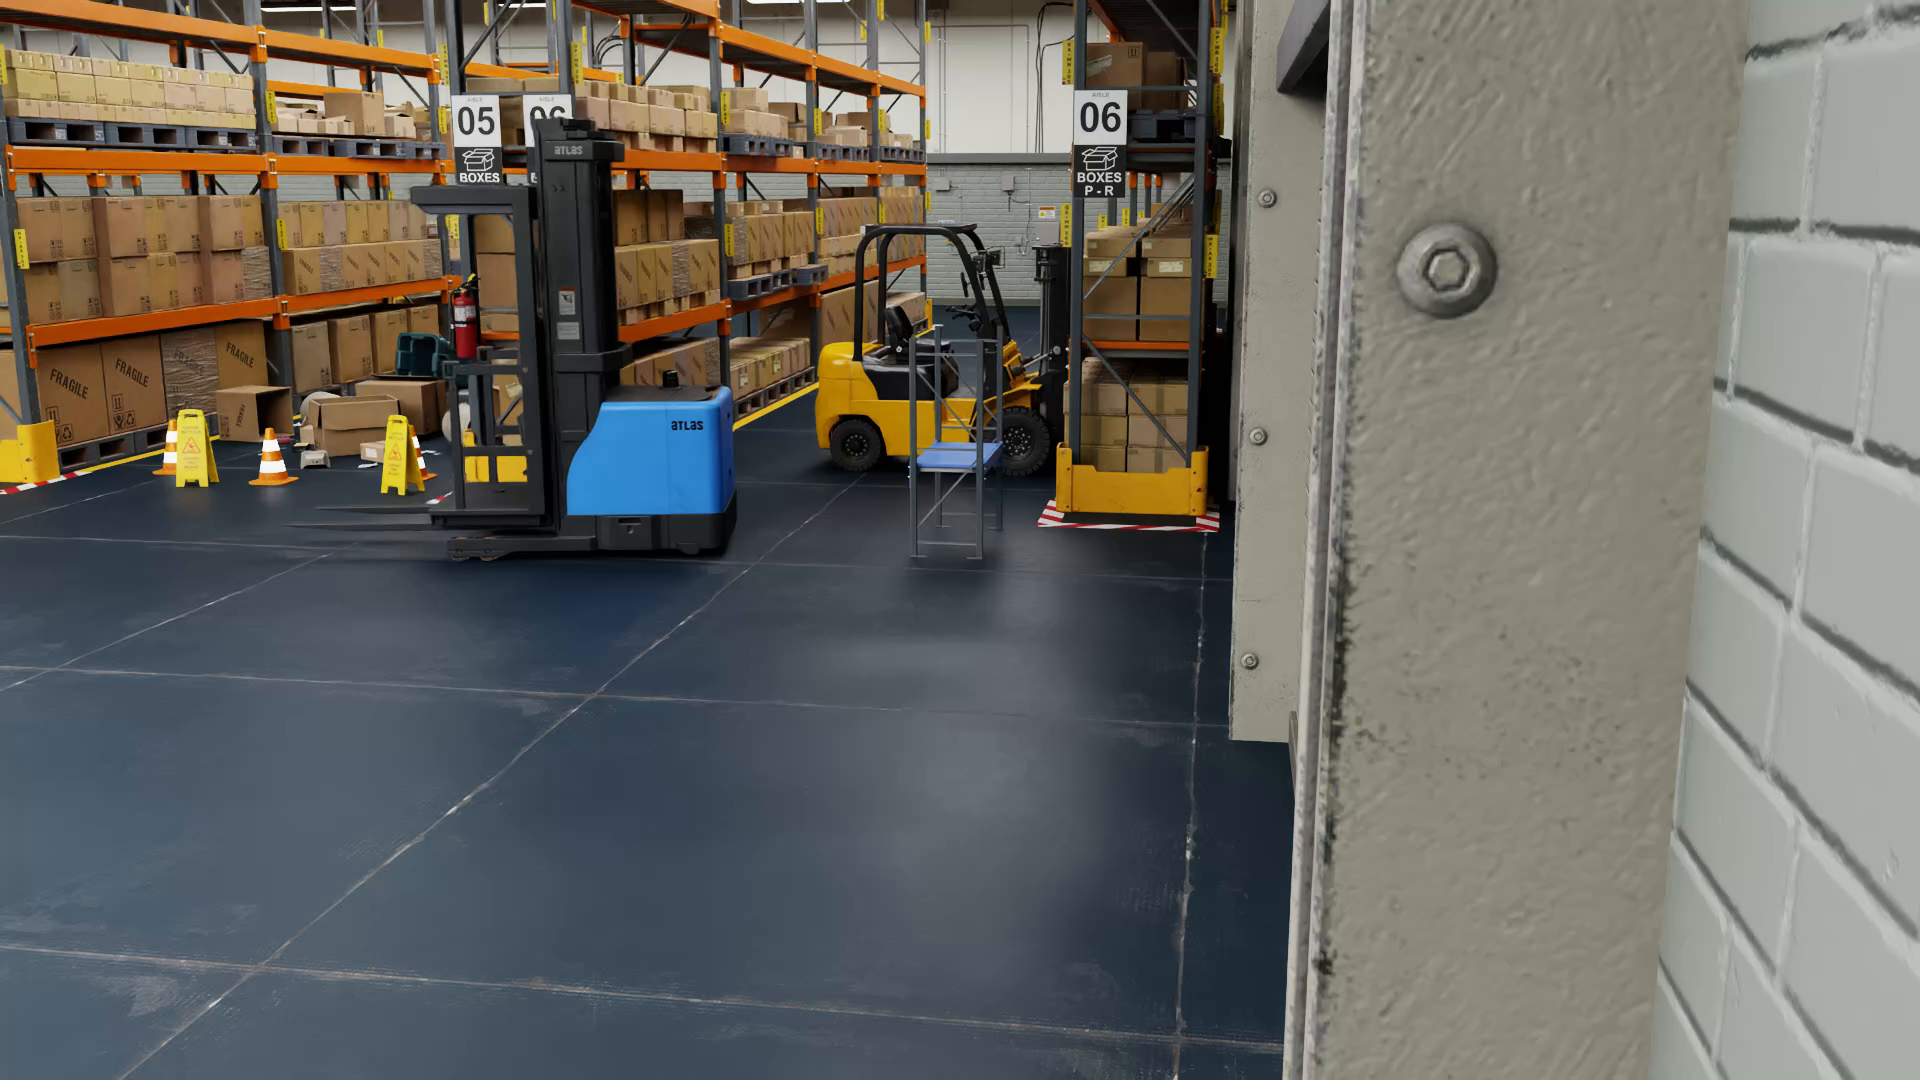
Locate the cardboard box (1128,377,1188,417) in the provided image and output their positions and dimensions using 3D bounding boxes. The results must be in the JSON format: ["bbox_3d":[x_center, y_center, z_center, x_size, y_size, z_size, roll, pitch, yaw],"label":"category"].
[{"bbox_3d":[1.615,-1.156,13.392,0.500,0.250,0.500,2,12,8],"label":"cardboard box"}]

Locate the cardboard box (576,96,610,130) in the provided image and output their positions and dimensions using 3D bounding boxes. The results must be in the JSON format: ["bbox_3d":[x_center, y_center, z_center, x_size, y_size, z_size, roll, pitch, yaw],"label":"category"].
[{"bbox_3d":[-3.210,-3.506,13.673,0.500,0.250,0.500,2,12,8],"label":"cardboard box"}]

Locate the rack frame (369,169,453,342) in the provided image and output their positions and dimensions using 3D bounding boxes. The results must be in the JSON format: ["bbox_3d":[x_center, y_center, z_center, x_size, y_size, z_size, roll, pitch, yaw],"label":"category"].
[{"bbox_3d":[-7.227,-3.676,21.933,1.000,3.000,0.127,2,12,9],"label":"rack frame"}]

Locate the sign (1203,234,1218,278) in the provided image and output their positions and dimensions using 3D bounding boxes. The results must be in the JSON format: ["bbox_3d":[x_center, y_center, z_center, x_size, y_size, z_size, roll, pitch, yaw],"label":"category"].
[{"bbox_3d":[1.902,-2.154,12.627,0.100,0.325,0.005,2,12,9],"label":"sign"}]

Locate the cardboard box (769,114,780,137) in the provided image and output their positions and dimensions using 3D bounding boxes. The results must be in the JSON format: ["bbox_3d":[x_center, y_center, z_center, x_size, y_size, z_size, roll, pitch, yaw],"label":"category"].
[{"bbox_3d":[-2.317,-4.622,18.562,0.500,0.250,0.500,2,12,8],"label":"cardboard box"}]

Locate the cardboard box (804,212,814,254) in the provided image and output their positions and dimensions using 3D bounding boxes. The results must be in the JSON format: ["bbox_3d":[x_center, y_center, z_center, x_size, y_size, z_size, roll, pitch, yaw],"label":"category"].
[{"bbox_3d":[-2.116,-3.833,20.719,0.500,0.500,0.500,2,12,7],"label":"cardboard box"}]

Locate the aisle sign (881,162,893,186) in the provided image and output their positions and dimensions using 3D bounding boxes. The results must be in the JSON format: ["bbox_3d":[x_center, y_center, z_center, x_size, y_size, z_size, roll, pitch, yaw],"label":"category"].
[{"bbox_3d":[-1.366,-6.498,28.853,0.394,0.787,0.004,2,12,9],"label":"aisle sign"}]

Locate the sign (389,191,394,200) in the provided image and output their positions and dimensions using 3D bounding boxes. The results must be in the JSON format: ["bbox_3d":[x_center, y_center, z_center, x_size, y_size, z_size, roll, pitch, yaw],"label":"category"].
[{"bbox_3d":[-10.348,-6.185,30.261,0.100,0.325,0.005,2,12,9],"label":"sign"}]

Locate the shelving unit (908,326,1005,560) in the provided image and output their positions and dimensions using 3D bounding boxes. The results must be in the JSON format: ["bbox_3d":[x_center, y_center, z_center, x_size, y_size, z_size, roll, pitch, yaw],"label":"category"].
[{"bbox_3d":[-0.013,-0.715,11.753,0.538,1.500,1.048,2,12,9],"label":"shelving unit"}]

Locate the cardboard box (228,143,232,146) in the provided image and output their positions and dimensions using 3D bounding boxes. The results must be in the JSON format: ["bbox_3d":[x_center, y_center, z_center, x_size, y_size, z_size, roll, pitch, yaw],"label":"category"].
[{"bbox_3d":[-11.577,-6.290,25.707,0.700,0.500,0.500,2,12,10],"label":"cardboard box"}]

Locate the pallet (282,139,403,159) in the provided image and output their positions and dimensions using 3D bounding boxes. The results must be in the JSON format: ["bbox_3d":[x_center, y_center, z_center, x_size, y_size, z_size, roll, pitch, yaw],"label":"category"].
[{"bbox_3d":[-7.443,-4.682,19.926,1.003,0.211,1.213,2,12,11],"label":"pallet"}]

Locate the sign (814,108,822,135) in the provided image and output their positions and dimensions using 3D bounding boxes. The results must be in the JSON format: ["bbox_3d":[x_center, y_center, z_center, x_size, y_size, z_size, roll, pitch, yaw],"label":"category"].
[{"bbox_3d":[-1.785,-5.238,20.832,0.100,0.325,0.005,2,12,9],"label":"sign"}]

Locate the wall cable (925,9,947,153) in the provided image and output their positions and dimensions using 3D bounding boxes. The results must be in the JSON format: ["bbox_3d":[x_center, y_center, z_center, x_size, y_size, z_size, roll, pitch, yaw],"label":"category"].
[{"bbox_3d":[-0.494,-9.328,33.918,0.463,3.000,0.029,2,12,9],"label":"wall cable"}]

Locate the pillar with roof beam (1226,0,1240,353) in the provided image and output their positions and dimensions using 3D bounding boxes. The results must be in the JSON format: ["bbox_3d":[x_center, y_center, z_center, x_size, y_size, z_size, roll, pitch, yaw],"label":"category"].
[{"bbox_3d":[-0.056,-7.398,24.959,9.100,9.000,0.400,2,12,9],"label":"pillar with roof beam"}]

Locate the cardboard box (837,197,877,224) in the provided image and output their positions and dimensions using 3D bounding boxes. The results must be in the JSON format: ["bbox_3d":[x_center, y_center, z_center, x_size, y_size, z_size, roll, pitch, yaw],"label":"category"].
[{"bbox_3d":[-1.526,-4.806,24.564,0.500,0.500,0.500,2,12,10],"label":"cardboard box"}]

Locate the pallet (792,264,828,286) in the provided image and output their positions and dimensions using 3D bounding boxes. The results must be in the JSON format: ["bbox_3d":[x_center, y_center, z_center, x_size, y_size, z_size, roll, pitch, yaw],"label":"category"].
[{"bbox_3d":[-2.325,-3.291,20.602,1.213,0.211,1.003,2,12,9],"label":"pallet"}]

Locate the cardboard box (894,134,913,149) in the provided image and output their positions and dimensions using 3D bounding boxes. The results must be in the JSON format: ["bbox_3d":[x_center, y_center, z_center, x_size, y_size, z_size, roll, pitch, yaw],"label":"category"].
[{"bbox_3d":[-1.071,-6.753,28.210,0.500,0.250,0.500,1,12,3],"label":"cardboard box"}]

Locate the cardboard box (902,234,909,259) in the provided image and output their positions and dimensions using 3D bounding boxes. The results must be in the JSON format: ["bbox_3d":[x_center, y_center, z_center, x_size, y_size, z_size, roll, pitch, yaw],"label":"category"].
[{"bbox_3d":[-1.131,-4.823,27.015,0.500,0.500,0.500,2,12,10],"label":"cardboard box"}]

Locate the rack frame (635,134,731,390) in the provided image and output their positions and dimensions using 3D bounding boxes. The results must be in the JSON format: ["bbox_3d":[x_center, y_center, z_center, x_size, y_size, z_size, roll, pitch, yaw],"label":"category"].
[{"bbox_3d":[-2.936,-2.704,17.422,1.000,3.000,0.127,2,12,9],"label":"rack frame"}]

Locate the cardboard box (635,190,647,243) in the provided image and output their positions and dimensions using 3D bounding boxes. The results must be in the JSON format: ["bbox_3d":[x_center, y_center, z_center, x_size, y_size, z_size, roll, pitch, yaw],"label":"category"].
[{"bbox_3d":[-3.422,-3.094,15.912,0.700,0.500,0.500,2,12,7],"label":"cardboard box"}]

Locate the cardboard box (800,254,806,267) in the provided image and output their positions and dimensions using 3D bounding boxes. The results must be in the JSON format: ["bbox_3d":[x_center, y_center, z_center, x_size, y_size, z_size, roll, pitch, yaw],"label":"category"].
[{"bbox_3d":[-2.103,-3.432,20.396,0.380,0.149,0.250,2,12,8],"label":"cardboard box"}]

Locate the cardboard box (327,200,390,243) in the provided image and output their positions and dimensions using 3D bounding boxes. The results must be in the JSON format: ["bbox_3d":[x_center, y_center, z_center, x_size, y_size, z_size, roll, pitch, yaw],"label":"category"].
[{"bbox_3d":[-7.459,-3.909,20.400,0.700,0.500,0.500,2,12,8],"label":"cardboard box"}]

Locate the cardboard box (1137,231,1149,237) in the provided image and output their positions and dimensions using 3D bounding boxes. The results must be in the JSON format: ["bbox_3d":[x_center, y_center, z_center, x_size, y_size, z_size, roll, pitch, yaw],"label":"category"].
[{"bbox_3d":[1.487,-2.676,14.806,0.380,0.149,0.250,2,12,9],"label":"cardboard box"}]

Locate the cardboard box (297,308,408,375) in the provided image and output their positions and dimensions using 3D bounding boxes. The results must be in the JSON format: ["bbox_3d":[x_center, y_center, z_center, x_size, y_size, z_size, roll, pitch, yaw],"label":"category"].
[{"bbox_3d":[-7.541,-2.476,20.706,1.050,0.750,0.750,2,12,10],"label":"cardboard box"}]

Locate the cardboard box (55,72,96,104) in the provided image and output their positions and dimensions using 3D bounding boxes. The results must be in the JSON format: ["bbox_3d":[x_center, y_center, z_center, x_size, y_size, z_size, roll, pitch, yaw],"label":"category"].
[{"bbox_3d":[-8.053,-4.002,14.737,0.500,0.250,0.500,2,12,8],"label":"cardboard box"}]

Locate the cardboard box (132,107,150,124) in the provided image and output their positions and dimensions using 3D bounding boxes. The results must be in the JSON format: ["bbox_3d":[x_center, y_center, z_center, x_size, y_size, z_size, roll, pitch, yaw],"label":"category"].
[{"bbox_3d":[-7.856,-3.985,15.609,0.380,0.149,0.250,2,12,9],"label":"cardboard box"}]

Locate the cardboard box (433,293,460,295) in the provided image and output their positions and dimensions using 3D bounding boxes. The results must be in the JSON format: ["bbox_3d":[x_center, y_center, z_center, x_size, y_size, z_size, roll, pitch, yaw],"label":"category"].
[{"bbox_3d":[-7.221,-3.388,23.751,0.500,0.250,0.500,2,12,10],"label":"cardboard box"}]

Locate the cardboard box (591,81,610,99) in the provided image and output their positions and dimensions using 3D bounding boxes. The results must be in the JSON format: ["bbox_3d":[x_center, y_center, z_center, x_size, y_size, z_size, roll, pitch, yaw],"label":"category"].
[{"bbox_3d":[-3.172,-3.775,13.976,0.380,0.149,0.250,2,12,9],"label":"cardboard box"}]

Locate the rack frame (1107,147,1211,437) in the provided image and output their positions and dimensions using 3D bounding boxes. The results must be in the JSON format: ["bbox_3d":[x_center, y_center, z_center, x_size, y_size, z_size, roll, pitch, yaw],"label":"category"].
[{"bbox_3d":[1.969,-2.544,16.680,1.000,3.000,0.127,2,12,9],"label":"rack frame"}]

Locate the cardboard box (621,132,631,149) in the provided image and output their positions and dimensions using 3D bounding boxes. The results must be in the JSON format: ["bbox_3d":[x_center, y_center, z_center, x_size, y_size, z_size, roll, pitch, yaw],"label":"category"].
[{"bbox_3d":[-3.102,-3.493,14.558,0.380,0.149,0.250,1,12,7],"label":"cardboard box"}]

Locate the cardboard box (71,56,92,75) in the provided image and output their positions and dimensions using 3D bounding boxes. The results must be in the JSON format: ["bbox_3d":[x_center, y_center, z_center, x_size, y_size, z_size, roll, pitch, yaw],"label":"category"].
[{"bbox_3d":[-7.974,-4.216,14.785,0.380,0.149,0.250,2,12,9],"label":"cardboard box"}]

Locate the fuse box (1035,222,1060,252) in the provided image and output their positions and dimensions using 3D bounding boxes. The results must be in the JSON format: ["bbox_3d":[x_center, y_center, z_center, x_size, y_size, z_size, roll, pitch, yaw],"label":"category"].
[{"bbox_3d":[1.807,-5.649,34.142,0.539,1.711,0.414,2,12,9],"label":"fuse box"}]

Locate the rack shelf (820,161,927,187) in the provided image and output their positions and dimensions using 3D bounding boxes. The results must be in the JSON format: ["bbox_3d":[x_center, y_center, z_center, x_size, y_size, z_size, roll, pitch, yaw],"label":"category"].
[{"bbox_3d":[-1.398,-5.901,26.841,1.077,0.370,4.000,2,12,9],"label":"rack shelf"}]

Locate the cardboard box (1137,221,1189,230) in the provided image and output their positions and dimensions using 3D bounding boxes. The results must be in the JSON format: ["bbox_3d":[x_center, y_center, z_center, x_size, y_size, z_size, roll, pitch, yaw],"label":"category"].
[{"bbox_3d":[2.653,-3.979,22.093,0.797,0.503,0.637,2,12,7],"label":"cardboard box"}]

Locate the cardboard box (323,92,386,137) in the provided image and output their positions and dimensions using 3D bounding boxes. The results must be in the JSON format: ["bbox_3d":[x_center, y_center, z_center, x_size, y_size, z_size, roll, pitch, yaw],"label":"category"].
[{"bbox_3d":[-7.218,-5.075,19.830,0.500,0.500,0.500,2,12,9],"label":"cardboard box"}]

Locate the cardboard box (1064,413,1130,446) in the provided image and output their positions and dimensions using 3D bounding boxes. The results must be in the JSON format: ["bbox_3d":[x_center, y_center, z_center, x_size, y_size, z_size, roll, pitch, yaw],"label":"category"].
[{"bbox_3d":[1.120,-0.929,13.526,0.500,0.250,0.500,2,12,8],"label":"cardboard box"}]

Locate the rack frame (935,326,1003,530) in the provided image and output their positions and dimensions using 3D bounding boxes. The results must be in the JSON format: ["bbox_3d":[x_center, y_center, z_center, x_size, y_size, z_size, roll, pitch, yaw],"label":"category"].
[{"bbox_3d":[0.065,-0.821,12.244,0.500,1.500,0.032,2,12,9],"label":"rack frame"}]

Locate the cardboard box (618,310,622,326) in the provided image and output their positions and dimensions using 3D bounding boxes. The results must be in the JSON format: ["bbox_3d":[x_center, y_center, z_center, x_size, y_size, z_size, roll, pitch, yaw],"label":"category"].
[{"bbox_3d":[-3.148,-1.919,14.372,0.380,0.149,0.250,1,12,7],"label":"cardboard box"}]

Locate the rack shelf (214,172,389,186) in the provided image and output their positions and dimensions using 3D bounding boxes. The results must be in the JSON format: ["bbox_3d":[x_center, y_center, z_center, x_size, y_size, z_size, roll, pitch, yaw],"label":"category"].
[{"bbox_3d":[-11.190,-6.222,28.331,1.077,0.370,4.000,2,12,9],"label":"rack shelf"}]

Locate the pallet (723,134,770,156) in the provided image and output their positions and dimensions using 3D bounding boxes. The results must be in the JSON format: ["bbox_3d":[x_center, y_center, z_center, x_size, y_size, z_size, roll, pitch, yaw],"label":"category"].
[{"bbox_3d":[-2.736,-4.204,17.706,1.213,0.211,1.003,2,12,9],"label":"pallet"}]

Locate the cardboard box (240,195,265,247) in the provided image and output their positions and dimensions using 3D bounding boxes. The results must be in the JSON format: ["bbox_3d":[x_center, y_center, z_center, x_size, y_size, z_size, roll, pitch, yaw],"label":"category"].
[{"bbox_3d":[-7.933,-3.369,17.588,0.875,0.550,0.550,2,12,9],"label":"cardboard box"}]

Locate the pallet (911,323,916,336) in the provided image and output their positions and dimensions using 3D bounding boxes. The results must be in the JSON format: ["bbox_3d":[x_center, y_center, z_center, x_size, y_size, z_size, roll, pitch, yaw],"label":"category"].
[{"bbox_3d":[-1.326,-3.417,27.348,1.003,0.211,1.213,2,12,9],"label":"pallet"}]

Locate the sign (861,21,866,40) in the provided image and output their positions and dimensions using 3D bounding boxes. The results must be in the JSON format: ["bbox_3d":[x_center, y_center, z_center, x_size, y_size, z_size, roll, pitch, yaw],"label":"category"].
[{"bbox_3d":[-1.638,-8.688,28.356,0.100,0.325,0.005,2,12,9],"label":"sign"}]

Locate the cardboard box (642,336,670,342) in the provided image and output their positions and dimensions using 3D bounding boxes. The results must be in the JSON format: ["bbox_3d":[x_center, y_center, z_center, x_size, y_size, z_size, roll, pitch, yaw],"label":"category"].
[{"bbox_3d":[-3.293,-1.818,17.059,0.500,0.500,0.500,2,12,11],"label":"cardboard box"}]

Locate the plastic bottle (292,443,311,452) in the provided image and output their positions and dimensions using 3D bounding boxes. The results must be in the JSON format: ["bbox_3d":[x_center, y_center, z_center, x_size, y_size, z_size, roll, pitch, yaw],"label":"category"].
[{"bbox_3d":[-6.336,-0.896,16.006,0.133,0.061,0.283,-2,12,-11],"label":"plastic bottle"}]

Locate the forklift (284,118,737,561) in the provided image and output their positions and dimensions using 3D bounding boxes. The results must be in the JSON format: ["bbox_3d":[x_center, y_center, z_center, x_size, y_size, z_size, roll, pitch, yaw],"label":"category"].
[{"bbox_3d":[-3.144,-1.401,11.539,3.031,2.935,1.130,-1,12,-3],"label":"forklift"}]

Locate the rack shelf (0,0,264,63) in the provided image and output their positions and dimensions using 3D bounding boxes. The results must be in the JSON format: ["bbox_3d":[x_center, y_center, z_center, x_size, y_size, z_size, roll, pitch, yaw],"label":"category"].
[{"bbox_3d":[-8.150,-4.813,15.623,1.077,0.370,4.000,2,12,9],"label":"rack shelf"}]

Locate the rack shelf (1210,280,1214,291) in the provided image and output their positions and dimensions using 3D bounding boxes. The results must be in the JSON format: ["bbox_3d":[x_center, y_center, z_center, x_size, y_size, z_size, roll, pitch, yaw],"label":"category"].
[{"bbox_3d":[2.892,-3.442,22.551,1.077,0.370,4.000,2,12,9],"label":"rack shelf"}]

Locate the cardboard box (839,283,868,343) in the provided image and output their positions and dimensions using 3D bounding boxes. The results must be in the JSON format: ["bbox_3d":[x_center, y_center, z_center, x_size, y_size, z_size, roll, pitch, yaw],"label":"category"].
[{"bbox_3d":[-1.853,-3.216,23.845,0.875,0.875,0.875,2,12,10],"label":"cardboard box"}]

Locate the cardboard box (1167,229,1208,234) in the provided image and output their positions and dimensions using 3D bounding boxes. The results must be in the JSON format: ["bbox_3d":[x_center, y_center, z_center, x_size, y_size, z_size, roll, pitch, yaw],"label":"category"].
[{"bbox_3d":[2.075,-2.766,15.223,0.380,0.149,0.250,2,12,8],"label":"cardboard box"}]

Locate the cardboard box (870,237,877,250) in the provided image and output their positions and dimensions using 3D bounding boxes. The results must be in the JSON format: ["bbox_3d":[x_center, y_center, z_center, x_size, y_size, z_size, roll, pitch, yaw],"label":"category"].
[{"bbox_3d":[-1.533,-4.441,24.650,0.500,0.250,0.500,2,12,9],"label":"cardboard box"}]
